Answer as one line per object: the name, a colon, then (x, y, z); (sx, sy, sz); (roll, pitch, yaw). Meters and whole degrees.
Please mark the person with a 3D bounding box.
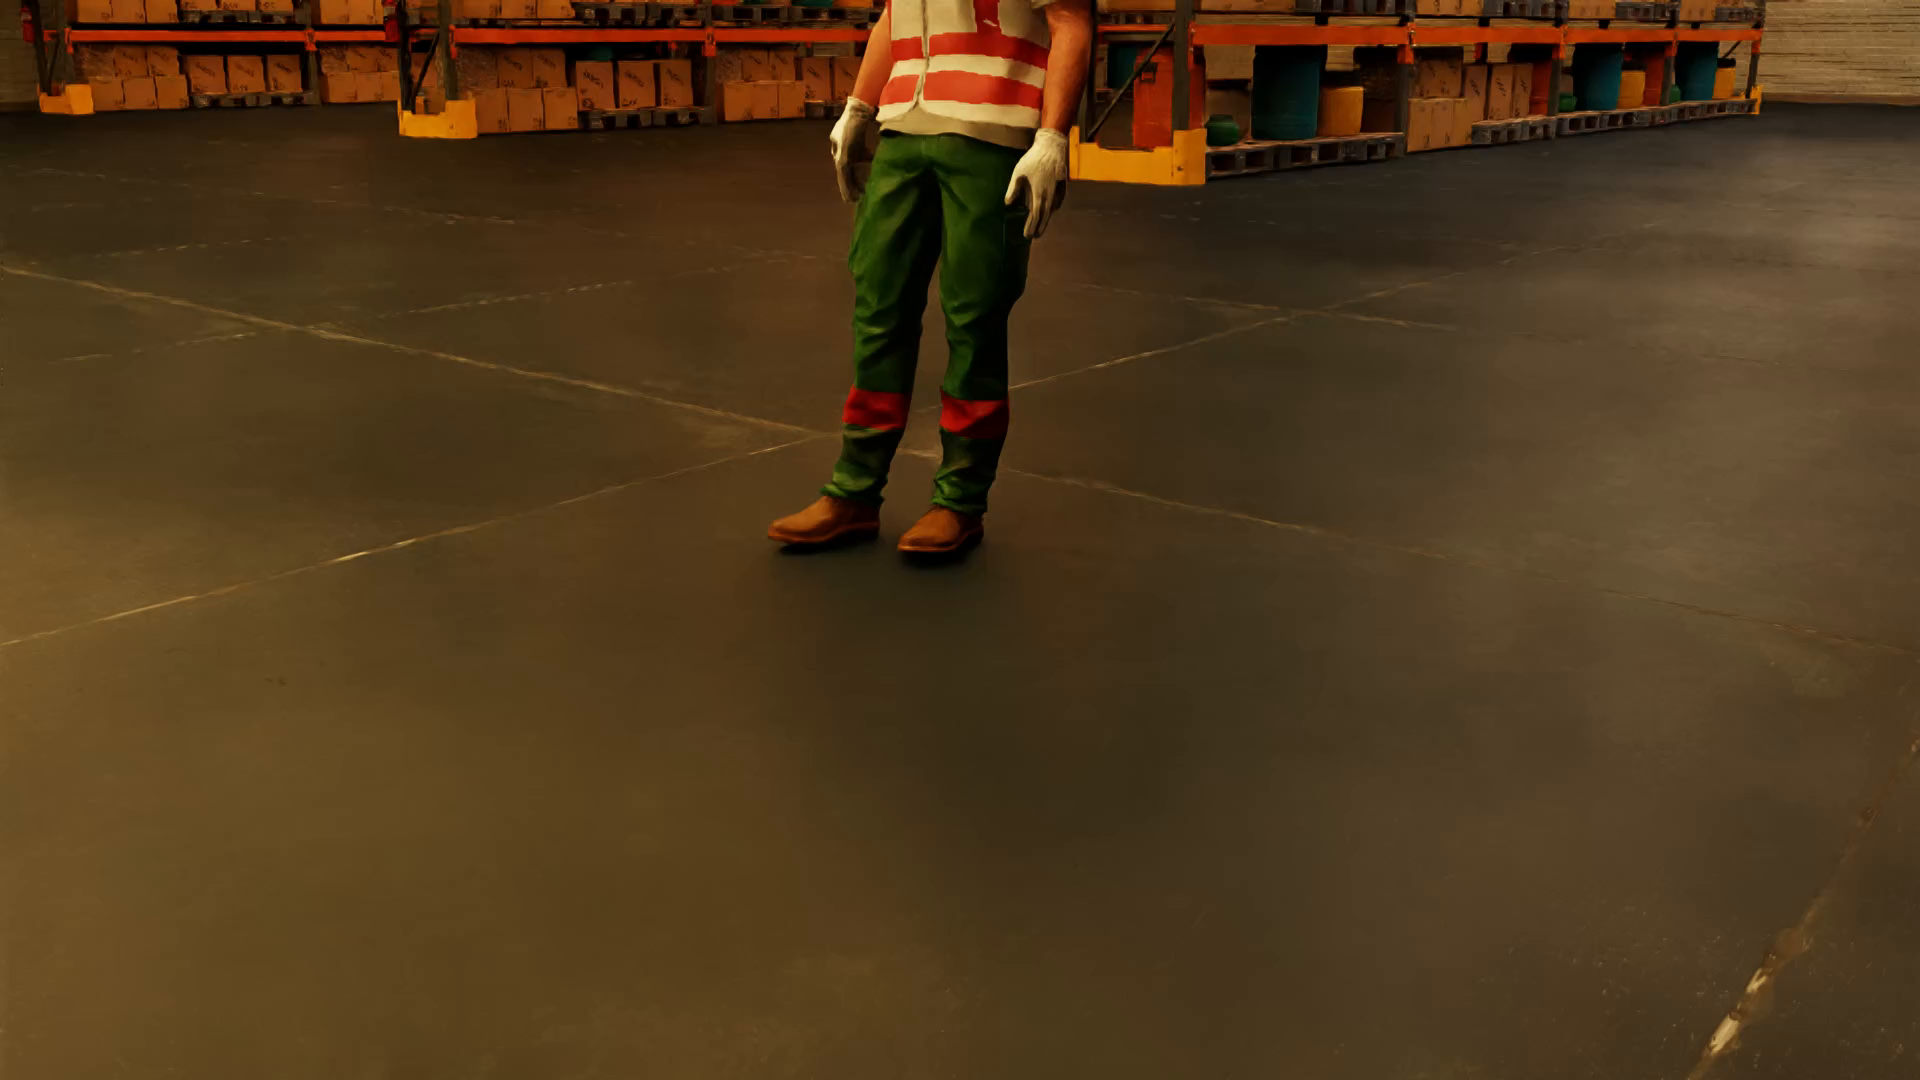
person: (-0.060, -0.847, 3.627); (0.637, 1.787, 0.563); (13, 21, 37)
